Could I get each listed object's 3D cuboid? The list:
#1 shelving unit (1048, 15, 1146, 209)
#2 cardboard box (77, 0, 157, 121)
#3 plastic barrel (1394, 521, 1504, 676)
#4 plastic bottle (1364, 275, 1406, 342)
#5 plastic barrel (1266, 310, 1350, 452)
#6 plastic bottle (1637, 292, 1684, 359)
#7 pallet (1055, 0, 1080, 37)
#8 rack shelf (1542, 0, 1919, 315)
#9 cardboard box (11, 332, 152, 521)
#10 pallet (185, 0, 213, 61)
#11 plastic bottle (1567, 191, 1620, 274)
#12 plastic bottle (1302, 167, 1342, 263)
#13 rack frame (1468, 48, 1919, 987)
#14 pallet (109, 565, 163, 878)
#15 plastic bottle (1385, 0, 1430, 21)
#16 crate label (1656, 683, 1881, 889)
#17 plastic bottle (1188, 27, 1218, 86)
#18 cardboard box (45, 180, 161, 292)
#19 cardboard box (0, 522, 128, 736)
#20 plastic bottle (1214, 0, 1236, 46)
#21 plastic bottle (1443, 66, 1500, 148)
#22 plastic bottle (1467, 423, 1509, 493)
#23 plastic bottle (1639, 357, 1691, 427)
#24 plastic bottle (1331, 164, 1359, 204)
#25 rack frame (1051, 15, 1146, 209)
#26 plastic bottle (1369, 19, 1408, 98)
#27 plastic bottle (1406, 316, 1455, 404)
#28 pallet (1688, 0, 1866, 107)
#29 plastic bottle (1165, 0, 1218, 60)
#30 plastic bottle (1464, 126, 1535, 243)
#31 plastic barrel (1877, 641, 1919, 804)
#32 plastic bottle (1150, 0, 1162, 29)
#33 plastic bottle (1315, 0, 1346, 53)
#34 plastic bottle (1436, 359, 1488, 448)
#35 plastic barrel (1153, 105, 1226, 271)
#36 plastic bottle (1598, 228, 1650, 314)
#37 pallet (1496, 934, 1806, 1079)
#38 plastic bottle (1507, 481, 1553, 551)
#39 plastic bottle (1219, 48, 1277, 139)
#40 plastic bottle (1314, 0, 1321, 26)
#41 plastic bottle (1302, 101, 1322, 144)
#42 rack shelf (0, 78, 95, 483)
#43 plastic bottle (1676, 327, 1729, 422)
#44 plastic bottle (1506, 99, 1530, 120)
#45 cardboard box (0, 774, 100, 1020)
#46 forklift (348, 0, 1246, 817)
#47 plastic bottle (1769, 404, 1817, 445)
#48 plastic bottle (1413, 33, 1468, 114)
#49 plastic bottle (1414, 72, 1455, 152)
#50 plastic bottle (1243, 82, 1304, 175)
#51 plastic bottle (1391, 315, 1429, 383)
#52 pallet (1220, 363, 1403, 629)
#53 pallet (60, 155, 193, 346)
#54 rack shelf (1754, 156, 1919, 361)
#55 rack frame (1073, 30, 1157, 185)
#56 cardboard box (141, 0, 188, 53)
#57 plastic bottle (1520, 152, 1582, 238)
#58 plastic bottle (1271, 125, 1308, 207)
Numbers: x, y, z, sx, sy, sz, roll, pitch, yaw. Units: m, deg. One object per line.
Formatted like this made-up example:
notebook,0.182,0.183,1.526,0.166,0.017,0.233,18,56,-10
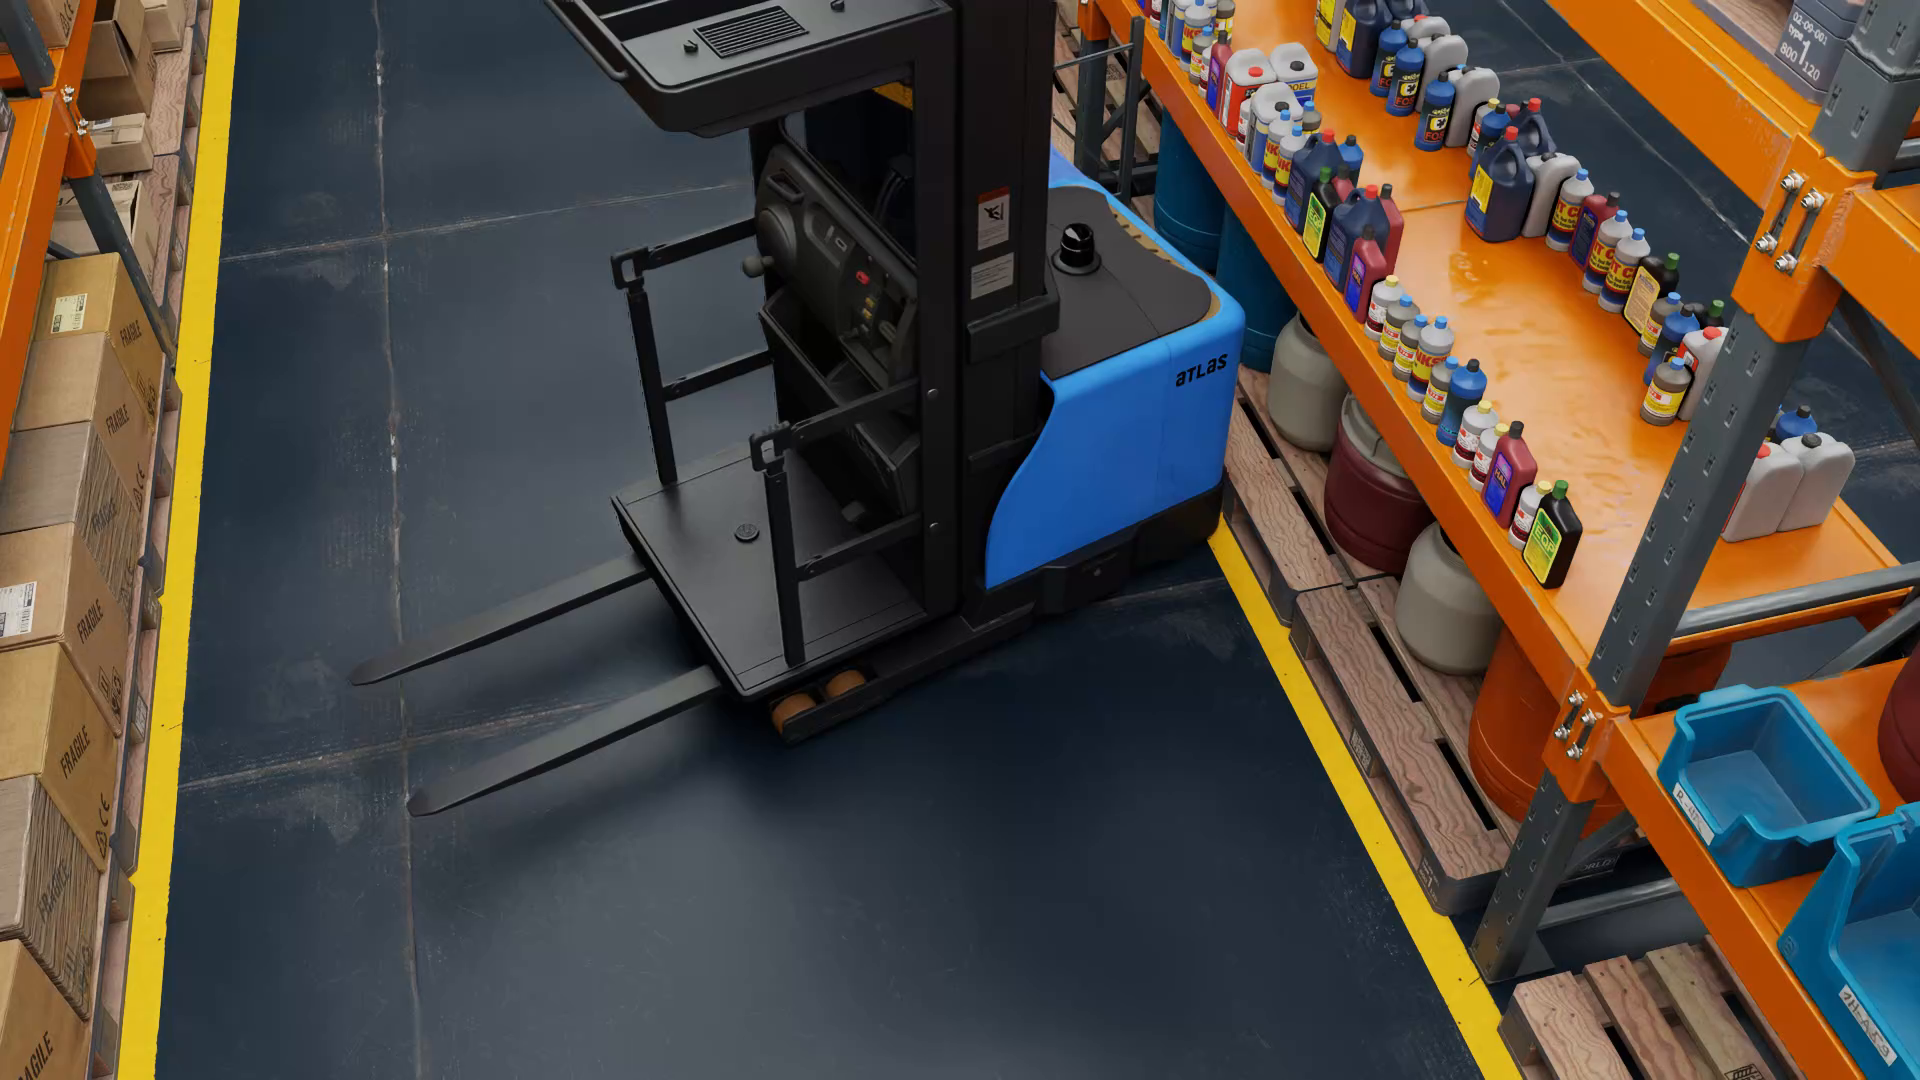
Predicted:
shelving unit,0.197,-1.596,6.764,0.538,1.500,1.048,-22,49,-20
cardboard box,-4.263,-2.291,7.835,0.797,0.503,0.637,-11,47,-10
plastic barrel,1.663,0.159,5.441,0.421,0.512,0.421,0,46,0
plastic bottle,1.275,-0.701,4.976,0.097,0.201,0.097,0,46,0
plastic barrel,1.374,-0.620,6.206,0.421,0.512,0.421,0,46,0
plastic bottle,2.082,-0.641,4.917,0.097,0.201,0.097,0,46,0
pallet,0.470,-2.986,9.029,1.003,0.211,1.213,-11,47,-10
rack shelf,1.524,-2.035,4.548,1.077,0.370,4.000,-11,47,-10
cardboard box,-3.255,-0.363,5.947,0.500,0.500,0.500,-11,47,-10
pallet,-4.577,-2.898,8.942,1.003,0.211,1.213,-11,47,-10
plastic bottle,1.986,-0.979,5.191,0.061,0.283,0.133,-11,47,-10
plastic bottle,1.146,-1.025,5.236,0.061,0.283,0.133,-11,47,-10
rack frame,2.036,0.144,4.009,1.000,3.000,0.127,-11,47,-10
pallet,-3.217,0.660,5.456,1.003,0.211,1.213,-11,47,-10
plastic bottle,1.611,-1.898,6.045,0.144,0.351,0.185,-11,47,-10
crate label,1.781,0.562,3.716,0.303,0.233,0.416,-11,47,-10
plastic bottle,0.884,-1.754,6.008,0.097,0.201,0.097,0,46,0
cardboard box,-3.676,-1.257,6.956,0.500,0.311,0.500,-11,47,-10
cardboard box,-2.995,0.334,5.264,0.500,0.500,0.500,-12,47,-12
plastic bottle,0.972,-1.942,6.192,0.097,0.201,0.097,0,46,0
plastic bottle,1.742,-1.508,5.714,0.152,0.276,0.135,-11,47,-10
plastic bottle,1.449,-0.230,4.515,0.097,0.201,0.097,0,46,0
plastic bottle,2.003,-0.428,4.709,0.097,0.201,0.097,0,46,0
plastic bottle,1.205,-1.037,5.247,0.061,0.283,0.133,-11,47,-10
rack frame,0.443,-1.278,6.452,0.500,1.500,0.032,-22,49,-20
plastic bottle,1.532,-1.724,5.929,0.097,0.271,0.097,0,46,0
plastic bottle,1.349,-0.524,4.753,0.097,0.271,0.097,0,46,0
pallet,1.935,-1.386,3.540,1.003,0.211,1.213,-11,47,-10
plastic bottle,0.856,-1.933,6.131,0.152,0.276,0.135,-11,47,-10
plastic bottle,1.733,-1.145,5.306,0.144,0.351,0.185,-11,47,-10
plastic barrel,2.448,0.361,3.701,0.600,0.536,0.708,-11,47,-10
plastic bottle,0.775,-2.049,6.297,0.097,0.201,0.097,0,46,0
plastic bottle,1.424,-1.999,6.144,0.144,0.351,0.185,-11,47,-10
plastic bottle,1.399,-0.389,4.621,0.097,0.271,0.097,0,46,0
plastic barrel,1.135,-1.652,6.944,0.600,0.901,0.708,-11,47,-10
plastic bottle,2.023,-0.825,5.048,0.097,0.271,0.097,0,46,0
pallet,2.197,1.662,4.474,1.003,0.211,1.213,-11,47,-10
plastic bottle,1.508,-0.071,4.358,0.097,0.201,0.097,0,46,0
plastic bottle,0.999,-1.546,5.752,0.152,0.276,0.135,-11,47,-10
plastic bottle,1.403,-2.047,6.295,0.097,0.201,0.097,0,46,0
plastic bottle,1.174,-1.395,5.656,0.097,0.201,0.097,0,46,0
rack shelf,-3.265,-0.082,4.734,1.077,0.370,4.000,-11,47,-10
plastic bottle,2.119,-0.490,4.717,0.152,0.276,0.135,-11,47,-10
plastic bottle,1.845,-1.359,5.563,0.061,0.283,0.133,-11,47,-10
cardboard box,-2.733,1.041,4.572,0.500,0.500,0.500,-12,47,-12
forklift,-0.561,-0.784,4.966,3.031,2.935,1.130,-23,50,-21
plastic bottle,2.234,-0.254,4.489,0.097,0.271,0.097,0,46,0
plastic bottle,1.682,-1.668,5.871,0.152,0.276,0.135,-11,47,-10
plastic bottle,1.626,-1.471,5.681,0.097,0.271,0.097,0,46,0
plastic bottle,1.059,-1.386,5.595,0.152,0.276,0.135,-11,47,-10
plastic bottle,1.324,-0.566,4.844,0.097,0.201,0.097,0,46,0
pallet,1.485,-0.258,6.355,1.003,0.211,1.213,-11,47,-10
pallet,-3.952,-1.213,7.291,1.003,0.211,1.213,-11,47,-10
rack shelf,2.548,0.727,1.841,1.077,0.370,4.000,-11,47,-10
rack frame,1.012,-2.618,6.715,1.000,3.000,0.127,-11,47,-10
cardboard box,-4.210,-2.676,8.390,0.500,0.250,0.500,-11,47,-10
plastic bottle,1.883,-1.128,5.342,0.152,0.276,0.135,-11,47,-10
plastic bottle,1.087,-1.232,5.447,0.097,0.271,0.097,0,46,0
